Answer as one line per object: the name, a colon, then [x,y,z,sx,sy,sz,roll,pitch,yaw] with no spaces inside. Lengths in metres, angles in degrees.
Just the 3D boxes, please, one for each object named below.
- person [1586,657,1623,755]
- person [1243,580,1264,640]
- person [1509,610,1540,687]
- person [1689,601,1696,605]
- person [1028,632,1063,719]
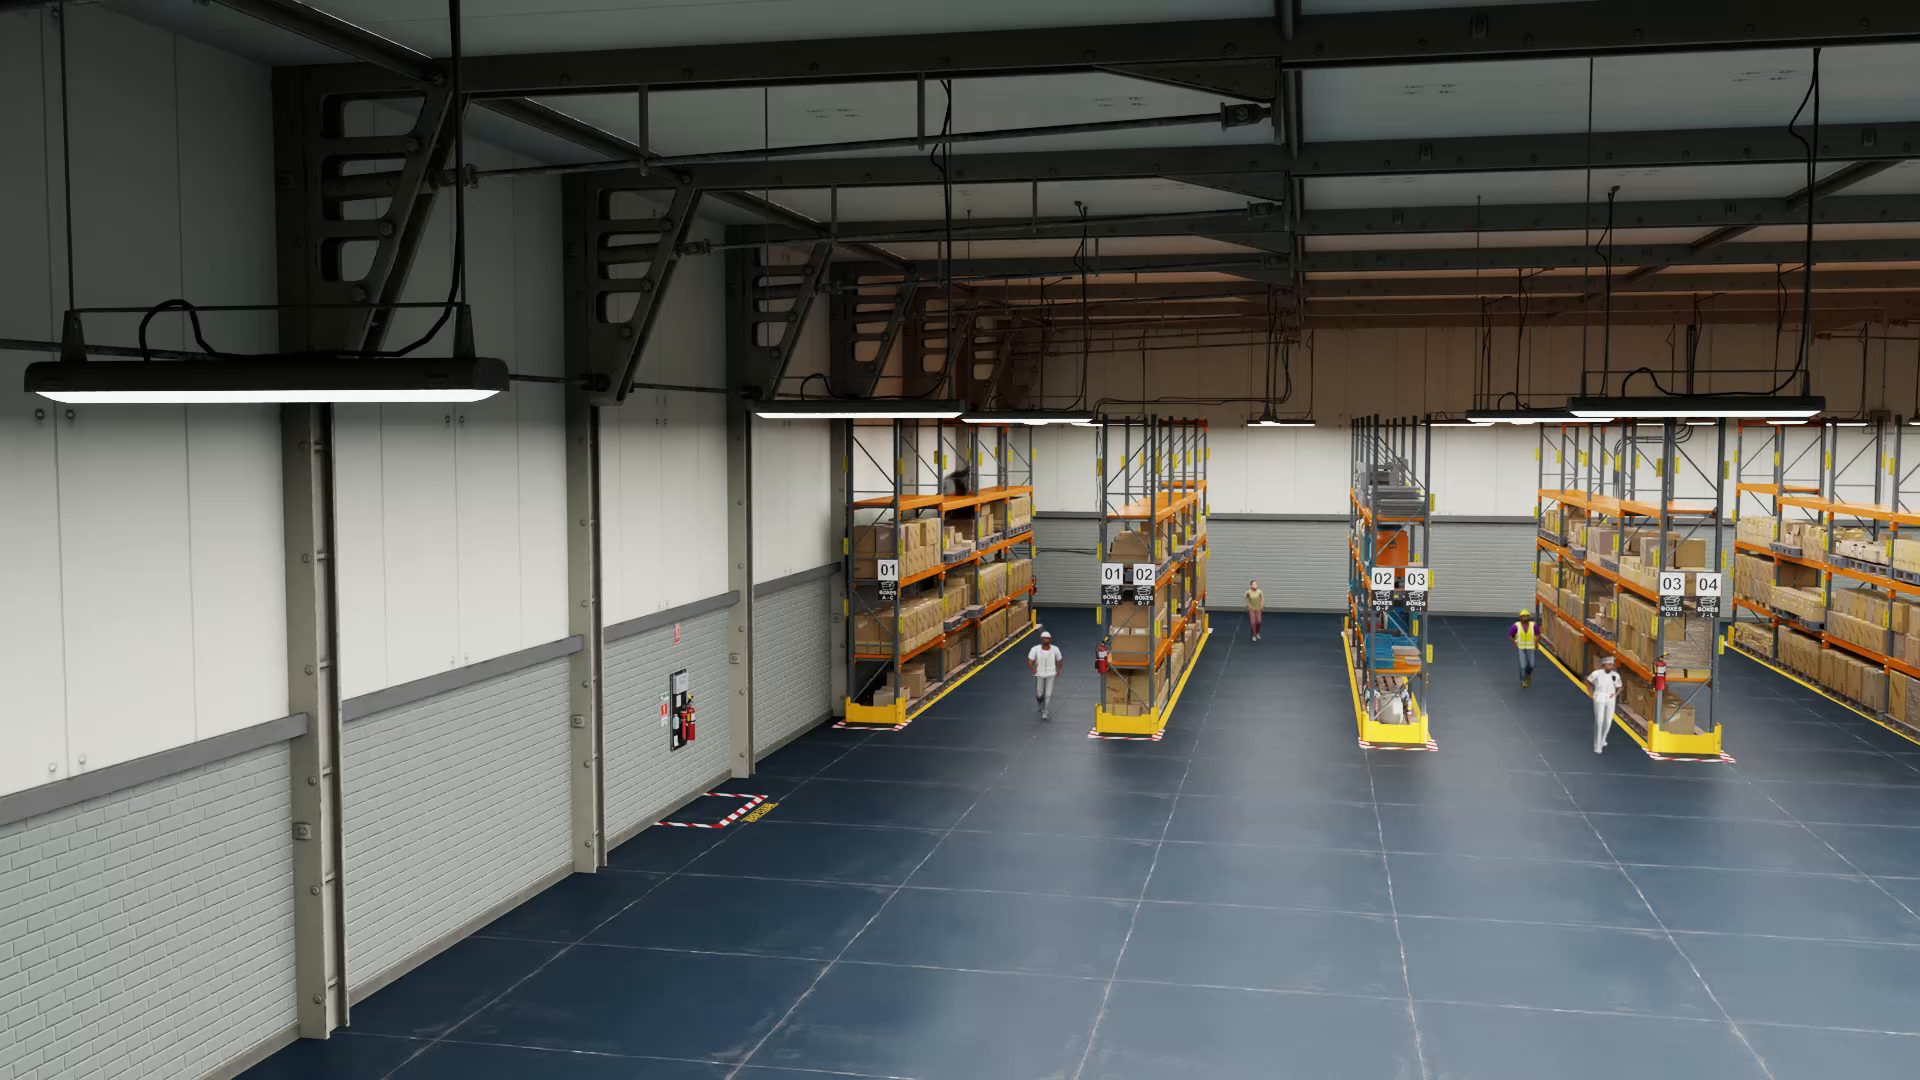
person: [11.488,2.920,29.615,0.579,1.727,0.803,0,4,5]
person: [7.944,1.906,44.937,0.580,1.632,0.562,0,4,4]
person: [12.494,2.408,36.752,0.674,1.719,0.569,1,4,11]
person: [19.215,1.988,44.239,0.675,1.620,0.703,-4,5,-43]
person: [1.691,2.666,32.943,0.695,1.720,0.596,0,4,-1]
